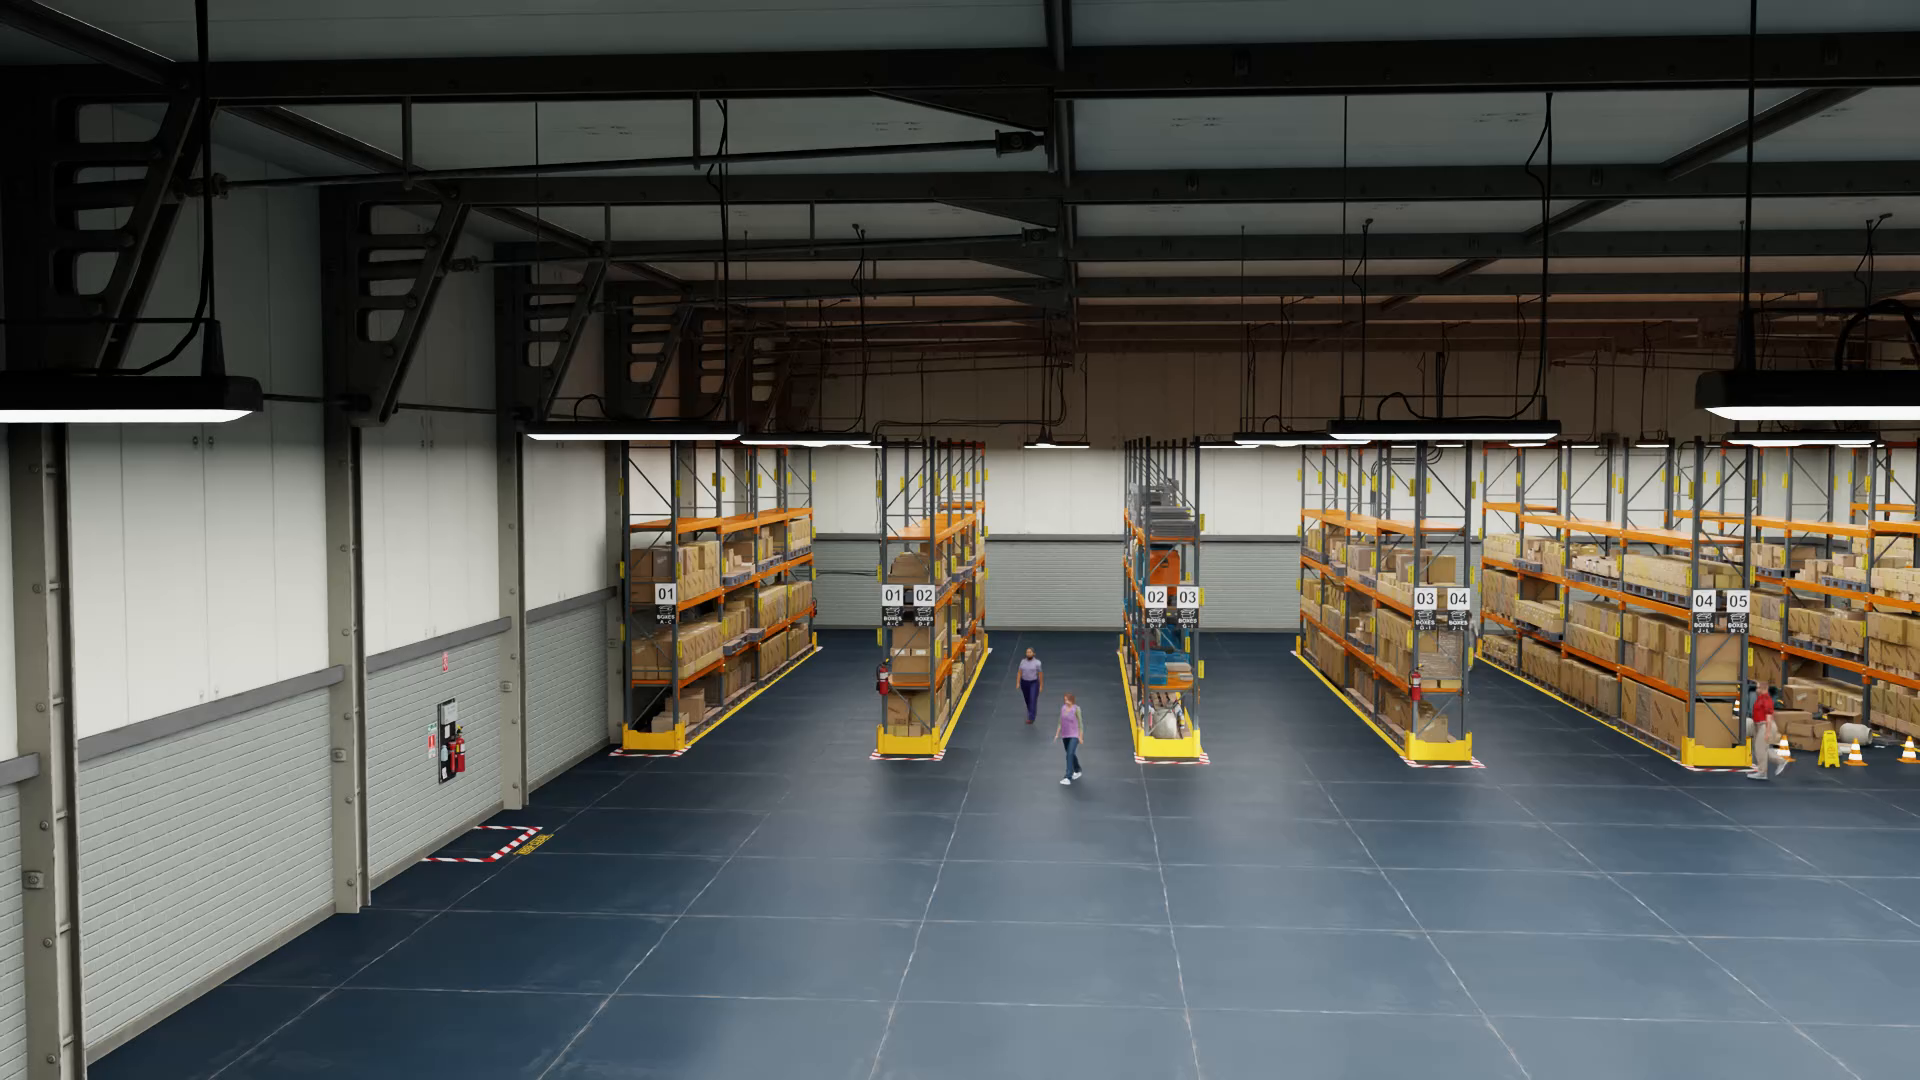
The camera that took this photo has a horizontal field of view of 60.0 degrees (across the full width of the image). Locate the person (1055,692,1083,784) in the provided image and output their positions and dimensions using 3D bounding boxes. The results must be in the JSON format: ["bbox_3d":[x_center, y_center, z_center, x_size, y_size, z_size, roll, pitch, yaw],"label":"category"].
[{"bbox_3d":[1.897,3.399,28.685,0.817,1.561,0.427,-3,4,-44],"label":"person"}]

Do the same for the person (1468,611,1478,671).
[{"bbox_3d":[13.247,2.622,43.329,0.501,1.580,0.408,1,3,20],"label":"person"}]

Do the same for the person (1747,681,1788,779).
[{"bbox_3d":[14.095,3.301,28.973,0.706,1.701,0.543,1,3,12],"label":"person"}]

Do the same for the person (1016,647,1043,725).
[{"bbox_3d":[1.436,3.044,34.747,0.530,1.595,0.991,2,3,29],"label":"person"}]
